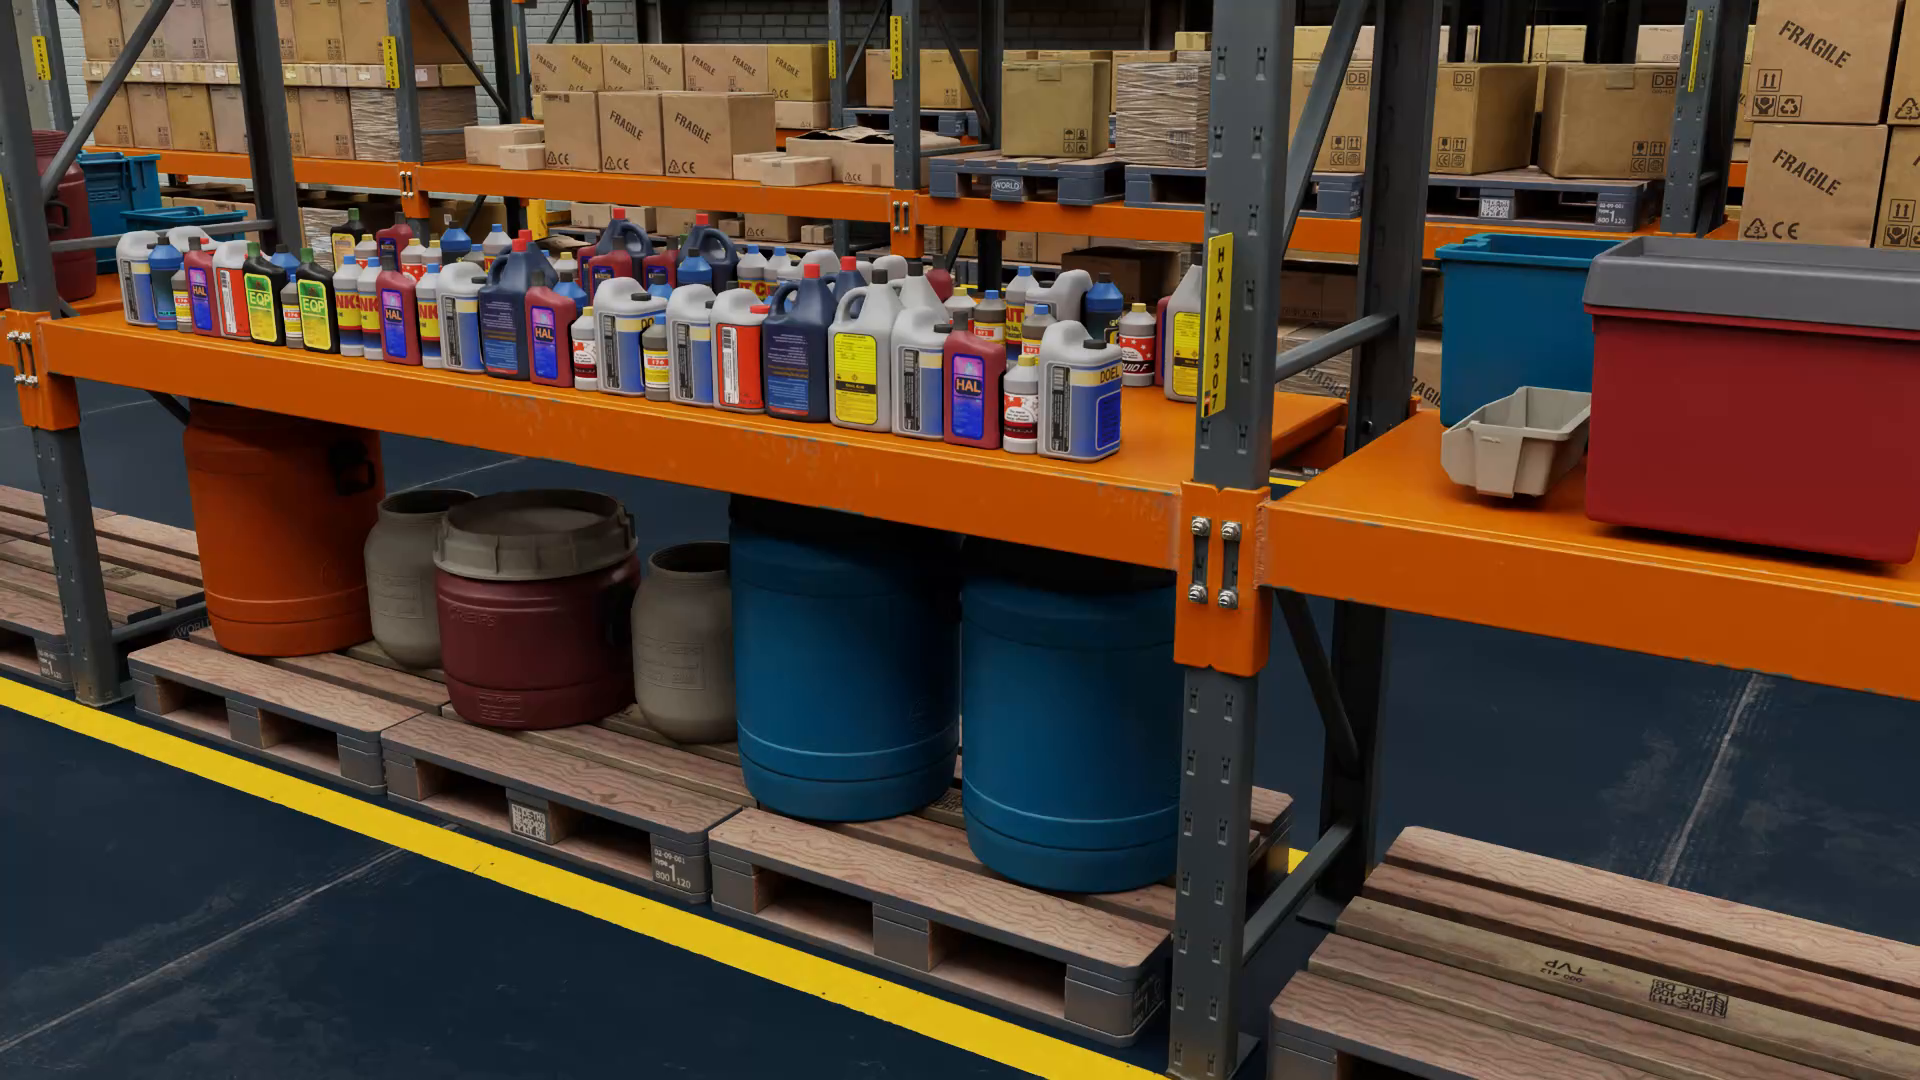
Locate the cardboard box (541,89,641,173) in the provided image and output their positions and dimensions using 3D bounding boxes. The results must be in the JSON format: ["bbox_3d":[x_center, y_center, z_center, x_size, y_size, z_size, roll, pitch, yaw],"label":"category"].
[{"bbox_3d":[-2.369,-2.683,10.882,0.500,0.500,0.500,12,21,34],"label":"cardboard box"}]

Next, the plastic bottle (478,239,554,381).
[{"bbox_3d":[-1.135,-0.596,4.268,0.185,0.351,0.144,10,20,30],"label":"plastic bottle"}]

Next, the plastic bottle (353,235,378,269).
[{"bbox_3d":[-1.994,-0.929,5.620,0.097,0.201,0.097,0,17,0],"label":"plastic bottle"}]

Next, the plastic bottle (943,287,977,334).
[{"bbox_3d":[0.001,-0.573,4.448,0.097,0.201,0.097,0,17,0],"label":"plastic bottle"}]

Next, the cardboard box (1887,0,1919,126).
[{"bbox_3d":[4.048,-1.926,6.669,0.500,0.500,0.500,9,19,28],"label":"cardboard box"}]

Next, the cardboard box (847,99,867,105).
[{"bbox_3d":[-1.163,-4.126,16.029,0.500,0.250,0.500,10,20,31],"label":"cardboard box"}]

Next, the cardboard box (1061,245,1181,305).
[{"bbox_3d":[0.915,-1.510,9.444,0.500,0.250,0.500,11,20,32],"label":"cardboard box"}]

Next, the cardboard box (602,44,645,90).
[{"bbox_3d":[-3.180,-4.664,16.509,0.500,0.500,0.500,9,19,28],"label":"cardboard box"}]

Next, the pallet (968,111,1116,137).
[{"bbox_3d":[0.826,-3.655,14.582,1.213,0.211,1.003,10,20,30],"label":"pallet"}]

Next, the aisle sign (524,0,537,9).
[{"bbox_3d":[-4.501,-5.853,17.016,0.004,0.787,0.394,10,20,30],"label":"aisle sign"}]

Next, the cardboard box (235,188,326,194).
[{"bbox_3d":[-5.400,-2.533,13.277,0.500,0.500,0.500,10,20,30],"label":"cardboard box"}]

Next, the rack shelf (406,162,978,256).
[{"bbox_3d":[-1.759,-2.188,10.662,4.000,0.370,1.077,10,20,30],"label":"rack shelf"}]

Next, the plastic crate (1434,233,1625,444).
[{"bbox_3d":[1.334,-0.428,3.554,0.575,0.384,0.392,10,20,30],"label":"plastic crate"}]

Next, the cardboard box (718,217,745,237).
[{"bbox_3d":[-2.227,-3.159,16.767,0.250,0.149,0.380,8,19,26],"label":"cardboard box"}]

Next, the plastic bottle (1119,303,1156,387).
[{"bbox_3d":[0.447,-0.493,4.186,0.097,0.201,0.097,0,17,0],"label":"plastic bottle"}]

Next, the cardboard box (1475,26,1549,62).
[{"bbox_3d":[4.111,-3.649,12.223,0.500,0.250,0.500,10,19,29],"label":"cardboard box"}]

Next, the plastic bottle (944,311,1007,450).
[{"bbox_3d":[0.032,-0.341,3.545,0.133,0.283,0.061,10,20,30],"label":"plastic bottle"}]

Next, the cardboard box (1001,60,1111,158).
[{"bbox_3d":[0.541,-2.409,9.257,0.500,0.500,0.700,4,17,12],"label":"cardboard box"}]

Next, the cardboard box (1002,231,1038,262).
[{"bbox_3d":[0.642,-2.817,15.037,0.500,0.500,0.700,10,20,31],"label":"cardboard box"}]

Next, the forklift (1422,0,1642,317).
[{"bbox_3d":[3.462,-2.509,10.598,1.130,2.935,3.031,-3,17,-11],"label":"forklift"}]

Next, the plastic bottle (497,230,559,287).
[{"bbox_3d":[-1.170,-0.654,4.459,0.185,0.351,0.144,10,20,30],"label":"plastic bottle"}]

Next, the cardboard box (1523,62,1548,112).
[{"bbox_3d":[4.126,-3.283,12.310,0.500,0.500,0.500,11,20,32],"label":"cardboard box"}]

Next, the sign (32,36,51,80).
[{"bbox_3d":[-7.168,-3.761,12.975,0.005,0.325,0.100,10,20,30],"label":"sign"}]

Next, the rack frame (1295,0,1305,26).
[{"bbox_3d":[2.534,-3.456,13.596,0.127,3.000,1.000,10,20,30],"label":"rack frame"}]

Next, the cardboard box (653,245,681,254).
[{"bbox_3d":[-2.098,-1.846,11.339,0.500,0.311,0.500,10,20,30],"label":"cardboard box"}]

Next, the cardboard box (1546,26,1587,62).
[{"bbox_3d":[4.546,-3.571,11.968,0.500,0.250,0.500,11,20,31],"label":"cardboard box"}]

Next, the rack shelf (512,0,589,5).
[{"bbox_3d":[-2.579,-5.459,16.269,4.000,0.370,1.077,10,20,30],"label":"rack shelf"}]

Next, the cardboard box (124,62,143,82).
[{"bbox_3d":[-6.212,-3.612,12.825,0.250,0.149,0.380,10,20,30],"label":"cardboard box"}]

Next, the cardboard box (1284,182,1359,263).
[{"bbox_3d":[3.092,-2.484,13.373,0.750,0.750,0.750,10,19,29],"label":"cardboard box"}]

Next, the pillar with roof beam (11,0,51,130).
[{"bbox_3d":[-15.712,-8.410,19.584,0.400,9.000,9.100,10,20,30],"label":"pillar with roof beam"}]

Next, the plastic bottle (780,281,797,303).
[{"bbox_3d":[-0.473,-0.606,4.556,0.097,0.201,0.097,0,17,0],"label":"plastic bottle"}]

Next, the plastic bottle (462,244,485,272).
[{"bbox_3d":[-1.548,-0.849,5.359,0.097,0.201,0.097,0,17,0],"label":"plastic bottle"}]

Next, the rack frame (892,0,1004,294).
[{"bbox_3d":[-0.055,-2.228,9.556,0.127,3.000,1.000,10,20,30],"label":"rack frame"}]

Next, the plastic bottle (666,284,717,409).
[{"bbox_3d":[-0.603,-0.467,3.971,0.135,0.276,0.152,10,20,30],"label":"plastic bottle"}]

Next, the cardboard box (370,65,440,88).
[{"bbox_3d":[-3.807,-3.183,11.411,0.250,0.149,0.380,10,20,30],"label":"cardboard box"}]

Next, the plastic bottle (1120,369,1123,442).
[{"bbox_3d":[0.302,-0.312,3.590,0.097,0.201,0.097,0,17,0],"label":"plastic bottle"}]

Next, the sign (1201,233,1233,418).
[{"bbox_3d":[0.468,-0.390,3.028,0.005,0.325,0.100,10,20,30],"label":"sign"}]

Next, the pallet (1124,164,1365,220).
[{"bbox_3d":[1.605,-1.842,8.613,1.213,0.211,1.003,10,20,30],"label":"pallet"}]

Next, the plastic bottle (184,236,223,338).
[{"bbox_3d":[-2.195,-0.739,4.854,0.133,0.283,0.061,10,20,30],"label":"plastic bottle"}]

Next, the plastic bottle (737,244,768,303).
[{"bbox_3d":[-0.591,-0.712,4.786,0.097,0.271,0.097,0,17,0],"label":"plastic bottle"}]

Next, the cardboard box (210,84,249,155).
[{"bbox_3d":[-5.160,-3.184,12.530,0.500,0.500,0.700,11,20,32],"label":"cardboard box"}]

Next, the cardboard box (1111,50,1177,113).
[{"bbox_3d":[1.638,-3.861,14.003,0.500,0.500,0.700,8,19,25],"label":"cardboard box"}]

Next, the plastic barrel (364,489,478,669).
[{"bbox_3d":[-1.697,0.121,5.378,0.421,0.512,0.421,0,17,0],"label":"plastic barrel"}]

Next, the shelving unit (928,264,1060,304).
[{"bbox_3d":[0.141,-0.549,7.124,0.503,1.200,0.258,10,20,30],"label":"shelving unit"}]

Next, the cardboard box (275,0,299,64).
[{"bbox_3d":[-4.703,-3.724,12.076,0.500,0.500,0.700,10,20,30],"label":"cardboard box"}]

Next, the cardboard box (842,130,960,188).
[{"bbox_3d":[-0.342,-2.252,9.786,0.500,0.311,0.500,12,20,33],"label":"cardboard box"}]

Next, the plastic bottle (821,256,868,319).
[{"bbox_3d":[-0.279,-0.493,3.927,0.185,0.351,0.144,10,20,30],"label":"plastic bottle"}]

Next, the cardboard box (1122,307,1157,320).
[{"bbox_3d":[1.057,-0.947,8.881,0.500,0.500,0.500,10,19,29],"label":"cardboard box"}]

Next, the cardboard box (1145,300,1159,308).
[{"bbox_3d":[1.306,-1.080,9.319,0.500,0.500,0.500,9,19,28],"label":"cardboard box"}]

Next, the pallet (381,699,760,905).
[{"bbox_3d":[-0.921,0.628,4.952,1.213,0.211,1.003,10,20,30],"label":"pallet"}]

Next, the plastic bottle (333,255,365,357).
[{"bbox_3d":[-1.662,-0.644,4.563,0.097,0.271,0.097,0,17,0],"label":"plastic bottle"}]

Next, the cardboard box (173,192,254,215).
[{"bbox_3d":[-5.672,-2.404,12.853,0.500,0.500,0.500,10,20,30],"label":"cardboard box"}]

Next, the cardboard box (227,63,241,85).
[{"bbox_3d":[-5.116,-3.416,12.179,0.250,0.149,0.380,11,20,32],"label":"cardboard box"}]

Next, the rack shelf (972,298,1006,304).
[{"bbox_3d":[0.141,-0.925,7.010,0.480,0.148,0.258,10,20,30],"label":"rack shelf"}]
